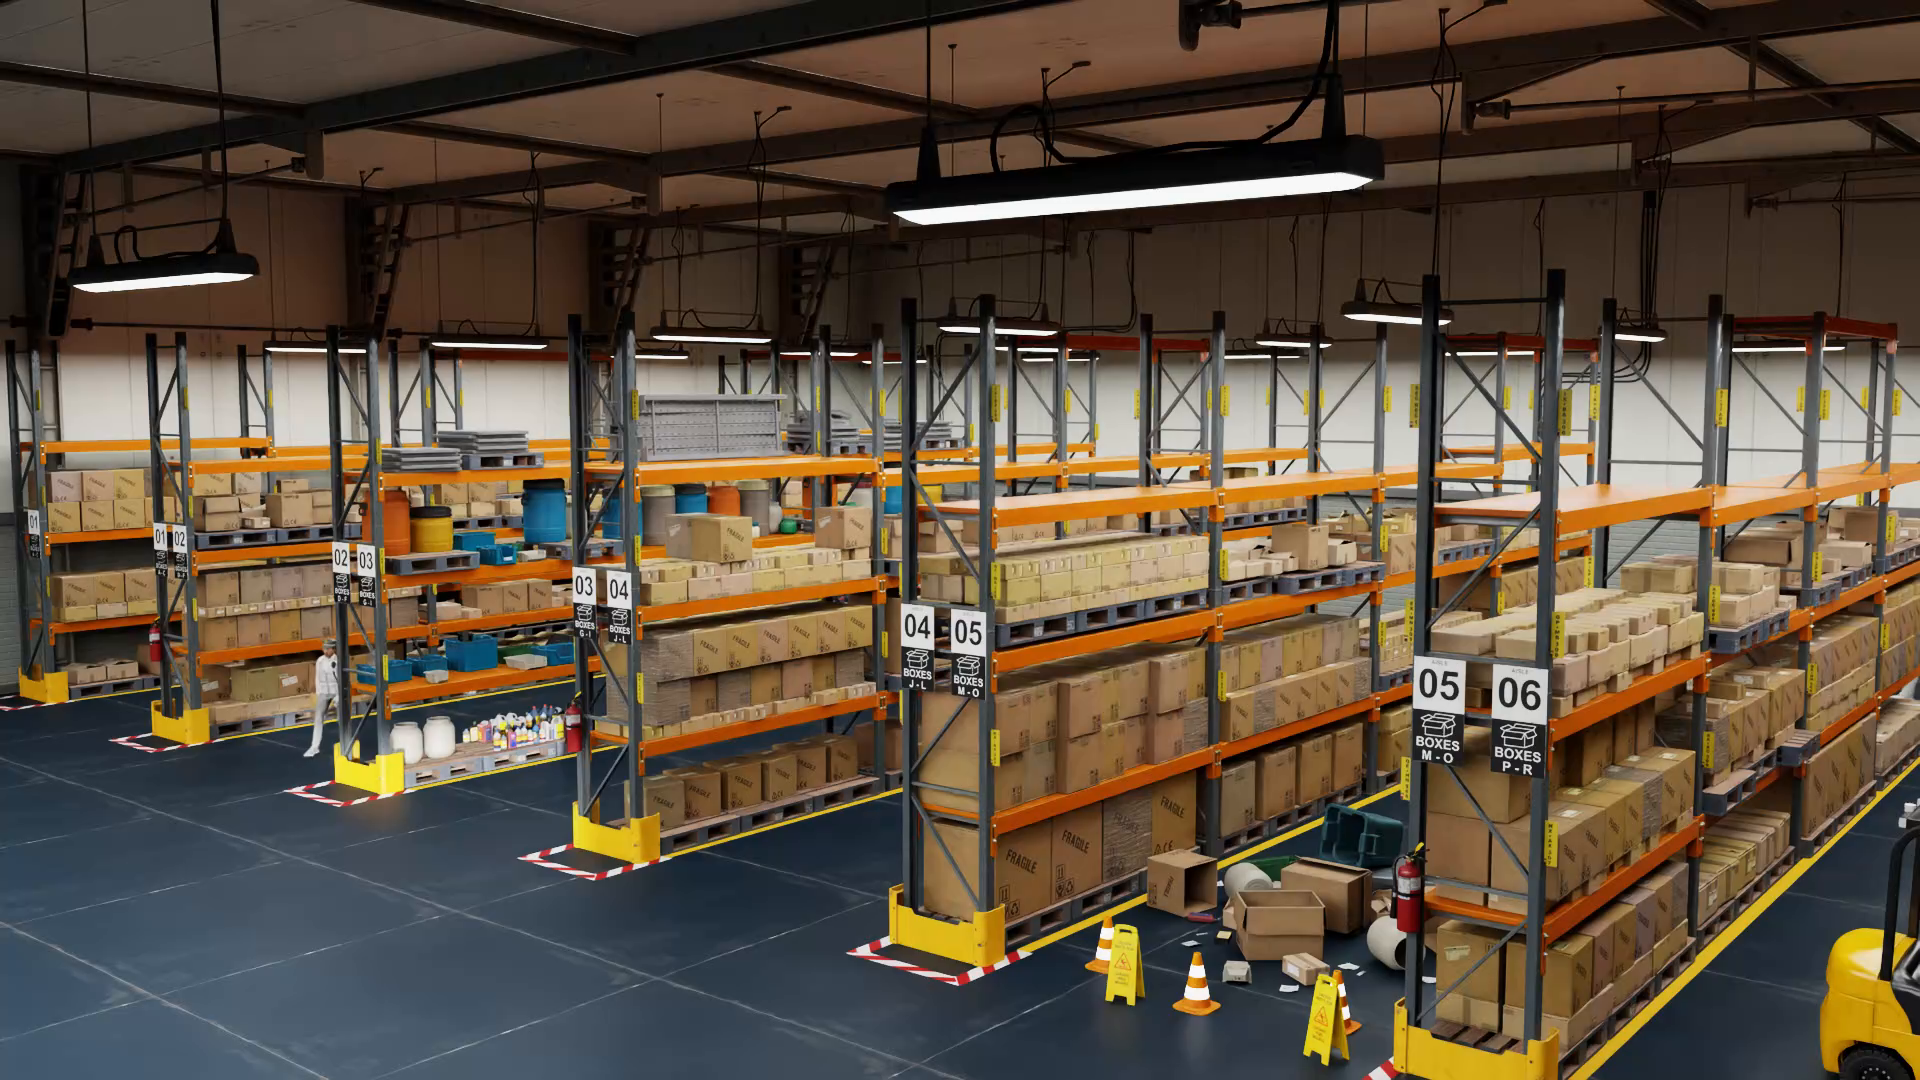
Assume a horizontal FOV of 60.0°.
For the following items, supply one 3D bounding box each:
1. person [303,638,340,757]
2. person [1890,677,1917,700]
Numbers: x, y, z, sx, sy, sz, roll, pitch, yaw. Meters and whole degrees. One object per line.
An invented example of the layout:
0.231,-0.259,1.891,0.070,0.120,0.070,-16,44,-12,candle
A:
-8.975,2.200,23.673,0.514,1.625,0.906,0,5,-1,person
15.926,1.828,27.379,1.113,1.733,0.557,1,5,15,person
